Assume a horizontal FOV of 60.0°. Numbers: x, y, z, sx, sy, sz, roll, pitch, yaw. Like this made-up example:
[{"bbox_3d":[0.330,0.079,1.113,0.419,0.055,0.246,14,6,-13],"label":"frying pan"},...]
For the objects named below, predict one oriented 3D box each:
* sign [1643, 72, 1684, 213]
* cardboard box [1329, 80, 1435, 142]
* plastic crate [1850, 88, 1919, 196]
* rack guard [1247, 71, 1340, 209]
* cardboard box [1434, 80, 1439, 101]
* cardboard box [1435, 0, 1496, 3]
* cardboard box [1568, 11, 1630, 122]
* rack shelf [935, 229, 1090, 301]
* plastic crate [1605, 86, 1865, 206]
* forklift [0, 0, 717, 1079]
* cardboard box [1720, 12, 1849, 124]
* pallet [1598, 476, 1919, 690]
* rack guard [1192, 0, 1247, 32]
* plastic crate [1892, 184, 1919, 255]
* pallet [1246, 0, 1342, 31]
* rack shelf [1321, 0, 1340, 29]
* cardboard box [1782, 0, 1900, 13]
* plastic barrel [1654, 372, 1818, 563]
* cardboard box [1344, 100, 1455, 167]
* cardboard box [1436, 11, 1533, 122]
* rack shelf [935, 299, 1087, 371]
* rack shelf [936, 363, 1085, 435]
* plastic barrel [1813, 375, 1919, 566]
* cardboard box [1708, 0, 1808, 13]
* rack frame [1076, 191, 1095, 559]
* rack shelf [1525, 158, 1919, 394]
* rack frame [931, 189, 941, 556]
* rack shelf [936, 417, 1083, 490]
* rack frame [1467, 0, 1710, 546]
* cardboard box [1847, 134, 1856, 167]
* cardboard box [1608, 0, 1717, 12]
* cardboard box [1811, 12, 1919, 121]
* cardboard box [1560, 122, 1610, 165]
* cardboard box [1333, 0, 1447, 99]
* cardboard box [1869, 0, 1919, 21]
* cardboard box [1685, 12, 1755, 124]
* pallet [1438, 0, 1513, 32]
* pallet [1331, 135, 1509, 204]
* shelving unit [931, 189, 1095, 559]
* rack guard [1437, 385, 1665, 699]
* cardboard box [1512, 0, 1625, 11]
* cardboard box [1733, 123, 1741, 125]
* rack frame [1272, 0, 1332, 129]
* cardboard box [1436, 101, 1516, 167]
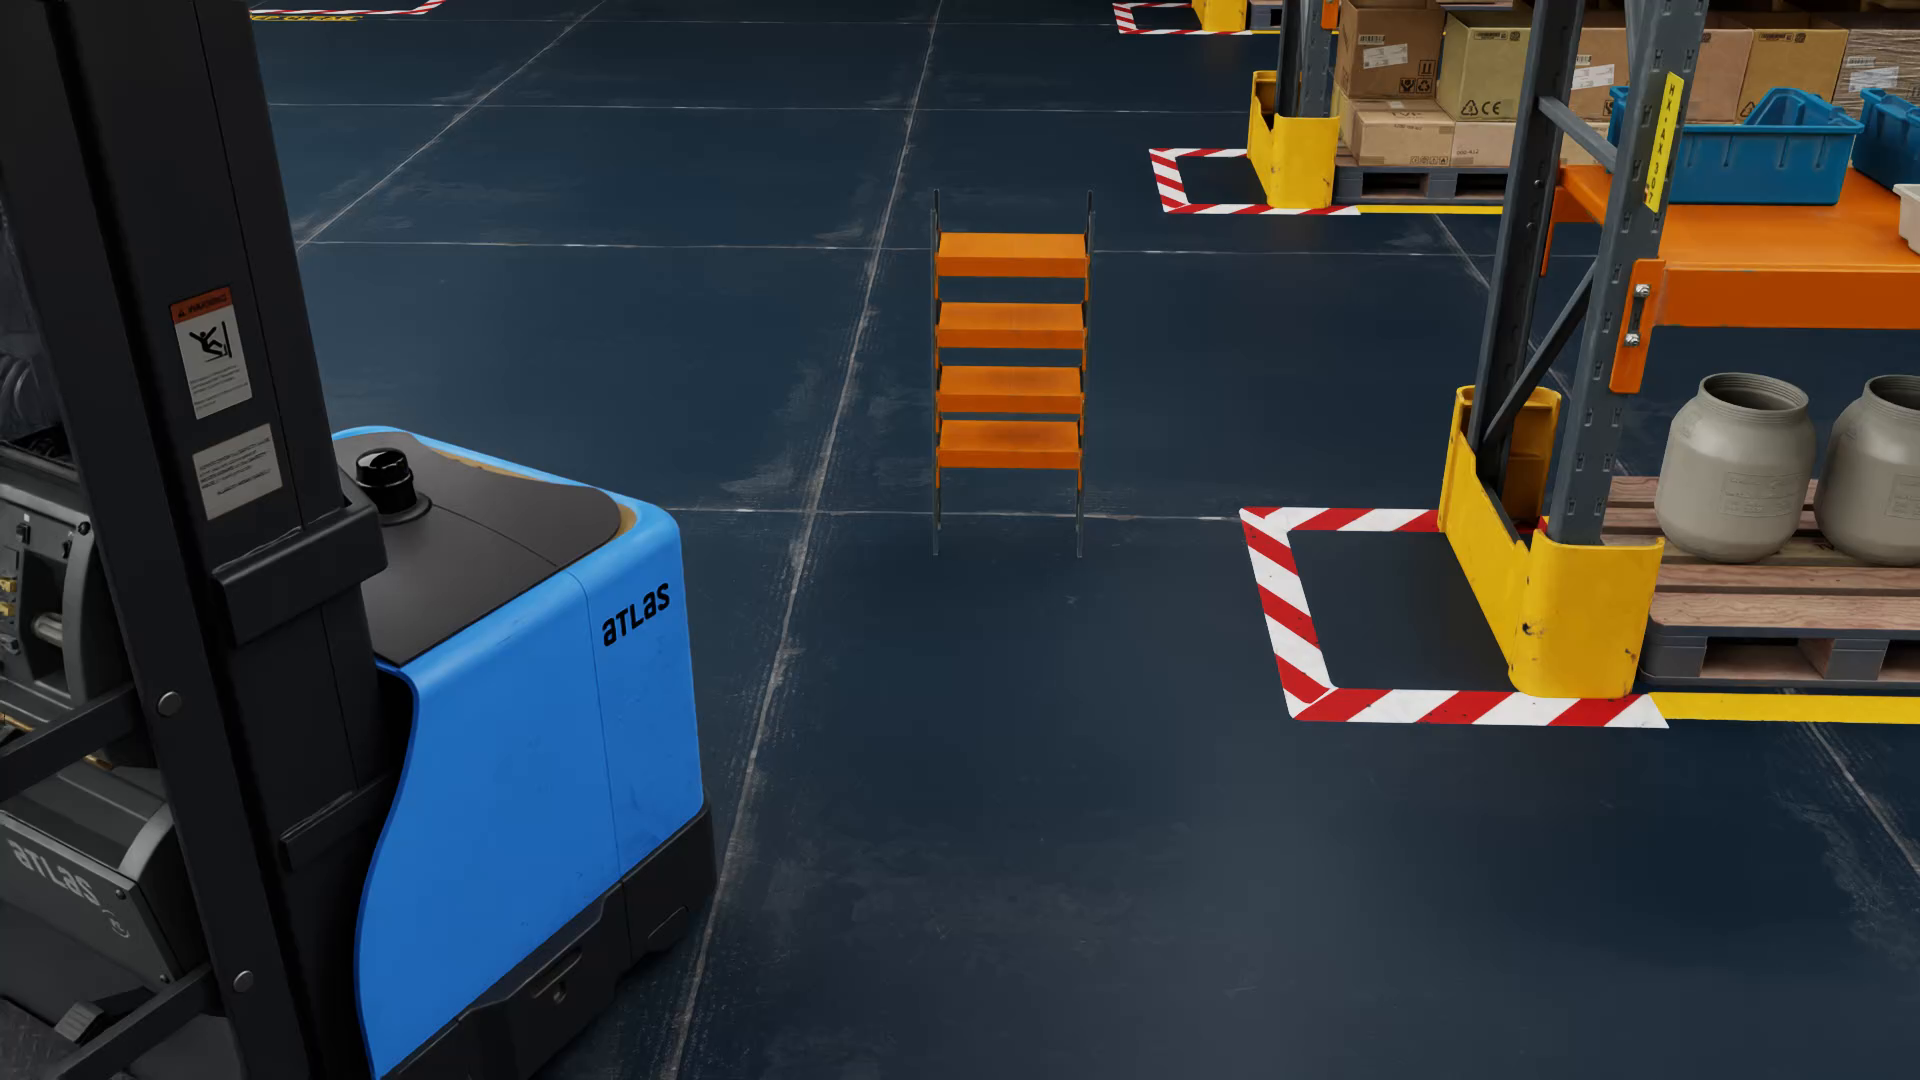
[{"bbox_3d":[1.733,-0.979,4.099,0.005,0.325,0.100,1,28,2],"label":"sign"},{"bbox_3d":[2.481,-2.533,9.813,0.500,0.250,0.500,1,28,2],"label":"cardboard box"},{"bbox_3d":[2.916,-1.167,4.908,0.408,0.251,0.499,1,28,2],"label":"plastic crate"},{"bbox_3d":[1.911,-2.329,9.609,0.348,0.500,1.175,1,28,2],"label":"rack guard"},{"bbox_3d":[2.981,-2.530,9.808,0.500,0.250,0.500,1,28,2],"label":"cardboard box"},{"bbox_3d":[4.095,-4.743,13.694,0.500,0.500,0.700,-1,28,-1],"label":"cardboard box"},{"bbox_3d":[3.463,-2.612,9.162,0.500,0.500,0.500,1,28,2],"label":"cardboard box"},{"bbox_3d":[0.165,-0.875,5.280,0.480,0.148,0.258,1,28,2],"label":"rack shelf"},{"bbox_3d":[2.267,-1.180,4.933,0.616,0.251,0.499,1,28,2],"label":"plastic crate"},{"bbox_3d":[-1.775,0.066,2.496,1.130,2.935,3.031,16,32,27],"label":"forklift"},{"bbox_3d":[4.462,-2.594,9.128,0.500,0.500,0.500,1,28,2],"label":"cardboard box"},{"bbox_3d":[2.646,0.113,5.312,1.213,0.211,1.003,1,28,2],"label":"pallet"},{"bbox_3d":[2.182,-4.646,13.980,0.348,0.500,1.175,1,28,2],"label":"rack guard"},{"bbox_3d":[2.639,-0.832,4.399,0.250,0.136,0.298,1,28,2],"label":"plastic crate"},{"bbox_3d":[2.993,-4.488,13.991,1.213,0.211,1.003,1,28,2],"label":"pallet"},{"bbox_3d":[3.934,-3.082,9.129,4.000,0.370,1.077,1,28,2],"label":"rack shelf"},{"bbox_3d":[4.980,-2.827,9.568,0.500,0.500,0.500,1,28,2],"label":"cardboard box"},{"bbox_3d":[2.417,-0.226,5.181,0.421,0.512,0.421,0,28,0],"label":"plastic barrel"},{"bbox_3d":[2.463,-2.290,9.356,0.500,0.250,0.500,1,28,2],"label":"cardboard box"},{"bbox_3d":[2.963,-2.614,9.166,0.500,0.500,0.500,1,28,2],"label":"cardboard box"},{"bbox_3d":[0.165,-0.666,5.391,0.480,0.148,0.258,1,28,2],"label":"rack shelf"},{"bbox_3d":[0.165,-0.468,5.495,0.480,0.148,0.258,1,28,2],"label":"rack shelf"},{"bbox_3d":[2.918,-0.217,5.165,0.421,0.512,0.421,0,28,0],"label":"plastic barrel"},{"bbox_3d":[4.481,-2.839,9.590,0.500,0.500,0.500,1,28,2],"label":"cardboard box"},{"bbox_3d":[0.409,-0.523,5.456,0.015,1.200,0.240,1,28,2],"label":"rack frame"},{"bbox_3d":[3.755,-0.763,4.756,4.000,0.370,1.077,1,28,2],"label":"rack shelf"},{"bbox_3d":[-0.078,-0.531,5.471,0.015,1.200,0.240,1,28,2],"label":"rack frame"},{"bbox_3d":[0.165,-0.293,5.588,0.480,0.148,0.258,1,28,2],"label":"rack shelf"},{"bbox_3d":[1.756,-1.114,4.649,0.127,3.000,1.000,1,28,2],"label":"rack frame"},{"bbox_3d":[4.962,-2.256,9.290,0.500,0.250,0.500,1,28,2],"label":"cardboard box"},{"bbox_3d":[3.981,-2.847,9.604,0.500,0.500,0.500,1,28,2],"label":"cardboard box"},{"bbox_3d":[4.962,-2.588,9.116,0.500,0.500,0.500,1,28,2],"label":"cardboard box"},{"bbox_3d":[3.463,-2.275,9.327,0.500,0.250,0.500,1,28,2],"label":"cardboard box"},{"bbox_3d":[2.481,-2.865,9.639,0.500,0.500,0.500,1,28,2],"label":"cardboard box"},{"bbox_3d":[5.480,-2.823,9.559,0.500,0.500,0.500,1,28,2],"label":"cardboard box"},{"bbox_3d":[3.962,-2.596,9.131,0.500,0.500,0.500,1,28,2],"label":"cardboard box"},{"bbox_3d":[4.209,-4.467,13.951,1.213,0.211,1.003,1,28,2],"label":"pallet"},{"bbox_3d":[2.701,-2.208,9.689,1.213,0.211,1.003,1,28,2],"label":"pallet"},{"bbox_3d":[0.165,-0.527,5.464,0.503,1.200,0.258,1,28,2],"label":"shelving unit"},{"bbox_3d":[1.834,-0.031,5.274,0.348,0.500,1.175,1,28,2],"label":"rack guard"},{"bbox_3d":[3.481,-2.856,9.621,0.500,0.500,0.500,1,28,2],"label":"cardboard box"},{"bbox_3d":[4.462,-2.257,9.292,0.500,0.250,0.500,1,28,2],"label":"cardboard box"},{"bbox_3d":[1.935,-3.433,9.023,0.127,3.000,1.000,1,28,2],"label":"rack frame"},{"bbox_3d":[2.963,-2.284,9.343,0.500,0.250,0.500,1,28,2],"label":"cardboard box"}]
